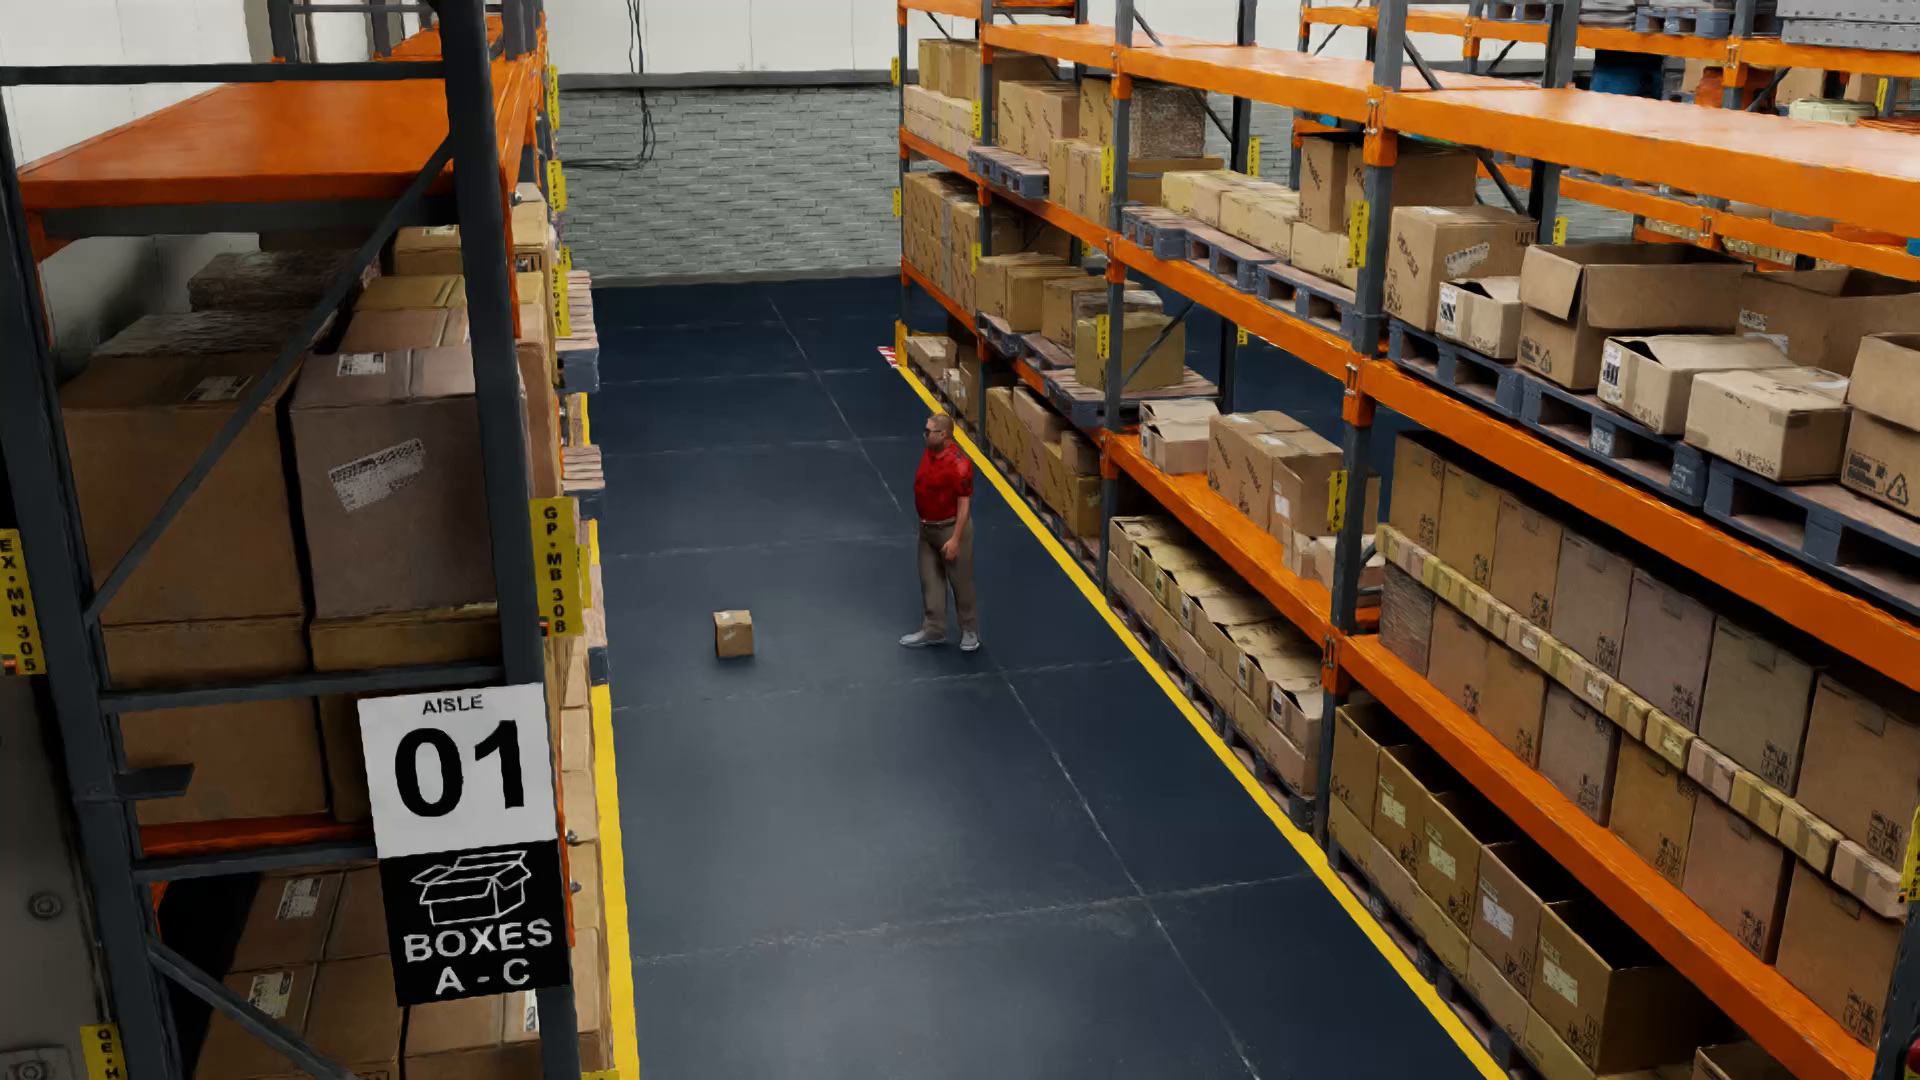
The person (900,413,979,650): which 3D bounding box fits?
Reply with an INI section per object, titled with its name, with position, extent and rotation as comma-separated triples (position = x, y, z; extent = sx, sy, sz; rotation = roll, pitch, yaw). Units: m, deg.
[person]
position = -0.097, -0.053, 11.732
extent = 0.495, 1.740, 0.541
rotation = -16, 25, -38
